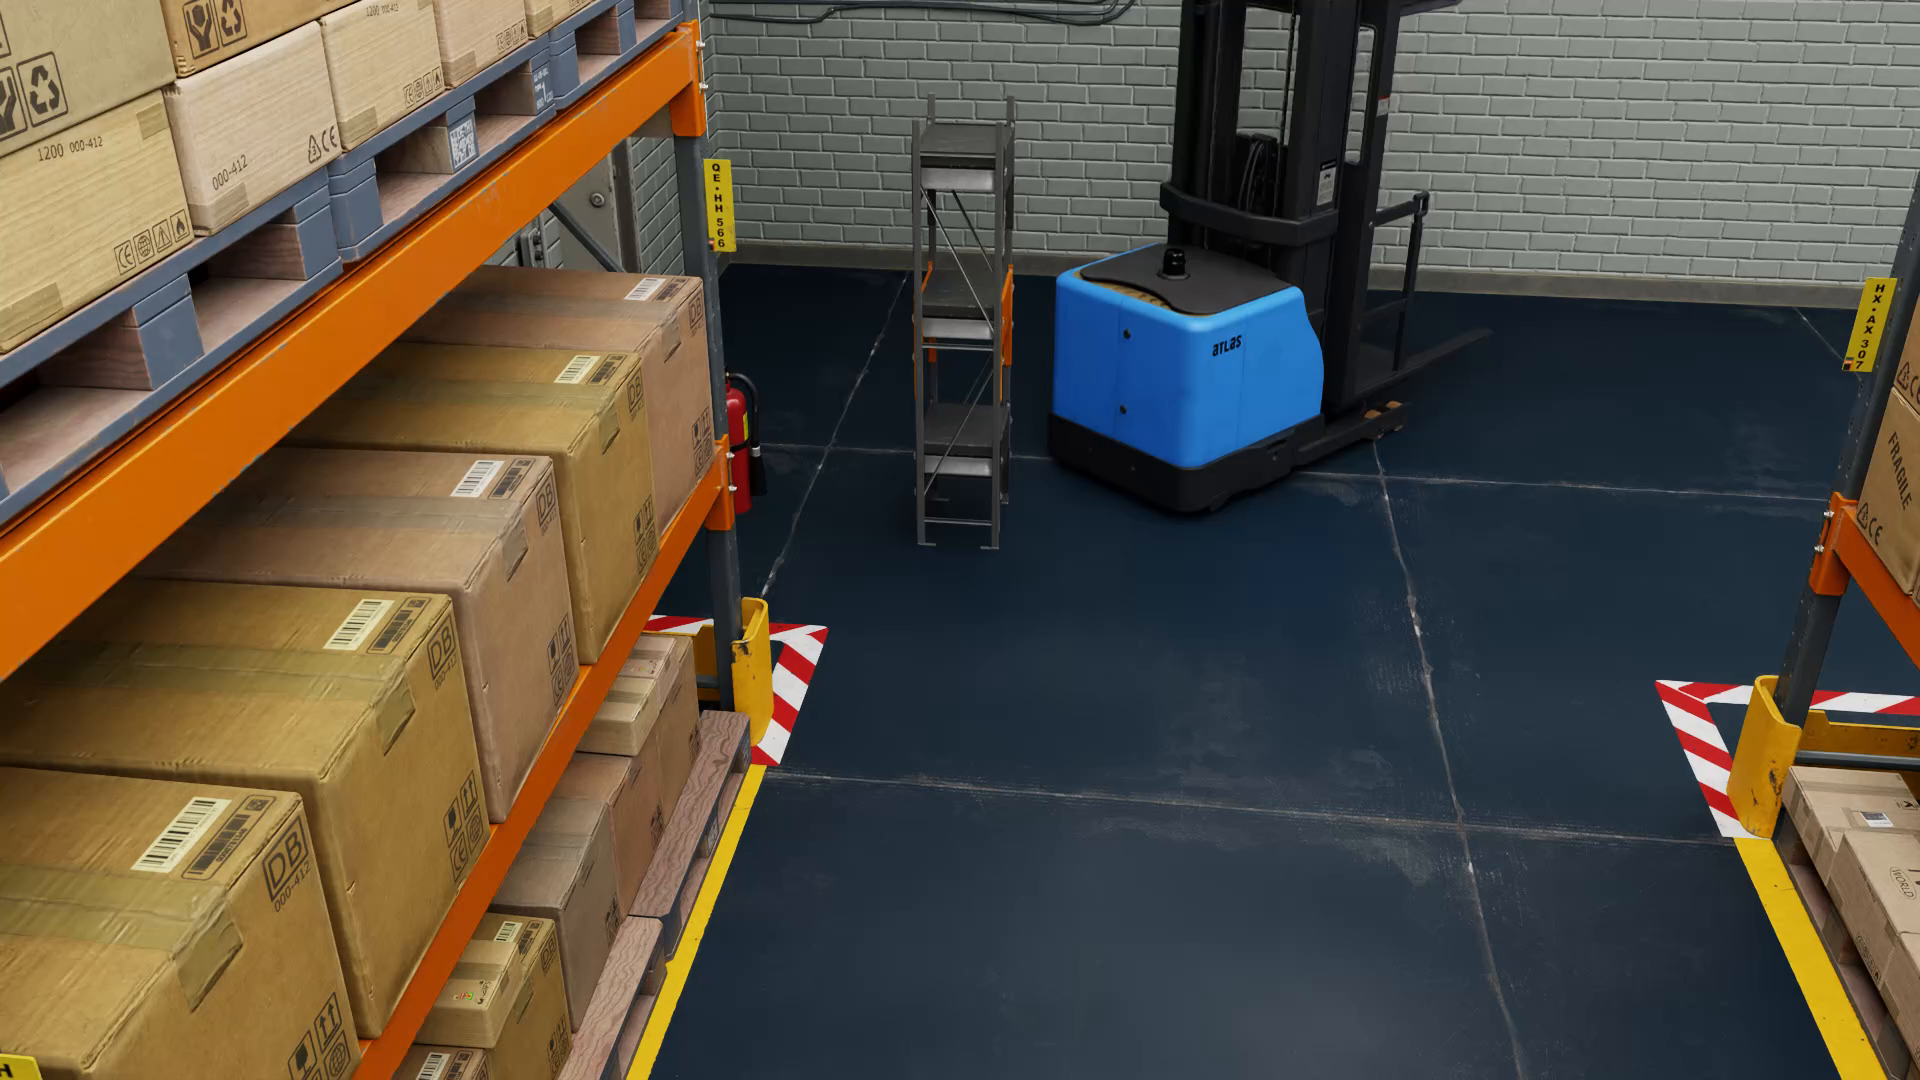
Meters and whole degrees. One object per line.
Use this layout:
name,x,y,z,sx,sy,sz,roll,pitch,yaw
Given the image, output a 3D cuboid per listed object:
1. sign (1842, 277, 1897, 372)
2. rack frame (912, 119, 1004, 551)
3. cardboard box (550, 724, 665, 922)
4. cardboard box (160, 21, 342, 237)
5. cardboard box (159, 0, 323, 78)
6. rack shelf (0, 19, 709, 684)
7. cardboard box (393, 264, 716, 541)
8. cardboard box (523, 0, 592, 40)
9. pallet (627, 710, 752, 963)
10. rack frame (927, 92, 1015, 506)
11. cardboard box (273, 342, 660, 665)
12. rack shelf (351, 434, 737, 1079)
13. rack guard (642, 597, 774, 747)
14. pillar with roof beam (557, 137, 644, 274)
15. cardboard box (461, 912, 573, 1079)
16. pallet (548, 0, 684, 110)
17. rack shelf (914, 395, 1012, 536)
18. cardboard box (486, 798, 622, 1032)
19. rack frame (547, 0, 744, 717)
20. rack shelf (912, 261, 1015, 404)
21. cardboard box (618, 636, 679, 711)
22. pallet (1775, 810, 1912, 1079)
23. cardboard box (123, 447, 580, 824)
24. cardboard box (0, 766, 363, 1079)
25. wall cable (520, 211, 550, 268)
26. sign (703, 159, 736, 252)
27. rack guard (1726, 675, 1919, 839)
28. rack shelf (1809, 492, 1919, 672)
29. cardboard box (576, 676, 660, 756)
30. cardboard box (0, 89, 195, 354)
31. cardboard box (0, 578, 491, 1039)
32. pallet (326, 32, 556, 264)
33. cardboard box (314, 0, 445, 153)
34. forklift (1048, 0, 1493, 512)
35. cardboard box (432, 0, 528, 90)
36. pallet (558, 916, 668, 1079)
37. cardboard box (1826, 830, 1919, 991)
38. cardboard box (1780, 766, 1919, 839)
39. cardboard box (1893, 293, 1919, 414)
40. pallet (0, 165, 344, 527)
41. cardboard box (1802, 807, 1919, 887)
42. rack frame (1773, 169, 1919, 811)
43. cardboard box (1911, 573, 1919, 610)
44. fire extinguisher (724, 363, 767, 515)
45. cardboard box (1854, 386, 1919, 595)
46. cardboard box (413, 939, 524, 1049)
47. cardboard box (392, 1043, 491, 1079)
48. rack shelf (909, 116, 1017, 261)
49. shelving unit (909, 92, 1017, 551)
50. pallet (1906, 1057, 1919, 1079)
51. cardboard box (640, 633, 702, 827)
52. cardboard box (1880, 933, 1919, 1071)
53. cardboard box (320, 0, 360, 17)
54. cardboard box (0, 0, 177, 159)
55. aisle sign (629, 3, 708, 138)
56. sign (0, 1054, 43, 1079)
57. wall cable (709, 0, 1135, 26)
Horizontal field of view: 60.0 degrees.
sign,3.006,-0.709,5.490,0.100,0.325,0.005,3,28,6
rack frame,-0.010,-0.887,7.683,0.400,2.100,0.015,3,28,6
cardboard box,-1.420,0.904,5.602,0.700,0.500,0.500,3,28,6
cardboard box,-1.440,-0.732,2.893,0.500,0.250,0.500,3,28,5
cardboard box,-1.440,-1.075,2.739,0.500,0.500,0.500,3,28,5
rack shelf,-1.618,-0.645,3.880,1.077,0.370,4.000,3,28,6
cardboard box,-1.425,-0.474,5.650,0.980,0.700,0.700,5,29,9
cardboard box,-1.261,-1.461,4.246,0.500,0.250,0.500,2,28,4
pallet,-1.393,1.026,6.123,1.003,0.211,1.213,3,28,6
rack frame,0.050,-1.117,8.110,0.400,2.100,0.015,3,28,6
cardboard box,-1.503,-0.131,5.014,0.980,0.700,0.700,3,28,6
rack shelf,-1.618,0.676,4.591,1.077,0.370,4.000,3,28,6
rack guard,-1.370,0.507,6.782,1.175,0.500,0.348,3,28,6
pillar with roof beam,2.372,-4.294,6.733,9.100,9.000,0.400,3,28,6
cardboard box,-1.539,1.392,4.696,0.700,0.500,0.500,4,29,7
pallet,-1.453,-1.514,4.829,1.003,0.211,1.213,3,28,6
rack shelf,0.020,-0.374,8.235,0.431,0.518,0.480,3,28,6
cardboard box,-1.481,1.141,5.162,0.700,0.500,0.500,2,28,5
rack frame,-1.372,-0.582,6.168,1.000,3.000,0.127,3,28,6
rack shelf,0.020,-0.990,7.903,0.431,0.518,0.480,3,28,6
cardboard box,-1.194,0.454,5.753,0.380,0.149,0.250,3,28,6
pallet,3.438,1.343,5.536,1.003,0.211,1.213,3,28,6
cardboard box,-1.606,0.228,4.348,0.980,0.700,0.700,2,28,4
cardboard box,-1.780,0.914,3.074,0.980,0.700,0.700,4,29,7
wall cable,-2.154,-1.687,7.148,0.084,1.984,1.851,3,28,6
sign,-0.836,-1.158,5.767,0.100,0.325,0.005,3,28,6
rack guard,3.535,0.840,6.164,1.175,0.500,0.348,3,28,6
rack shelf,3.299,0.962,4.060,1.077,0.370,4.000,3,28,6
cardboard box,-1.224,0.574,5.530,0.380,0.149,0.250,4,29,8
cardboard box,-1.516,-0.493,2.450,0.500,0.250,0.500,3,28,6
cardboard box,-1.685,0.571,3.712,0.980,0.700,0.700,3,28,5
pallet,-1.600,-0.938,3.760,1.003,0.211,1.213,3,28,6
cardboard box,-1.384,-0.974,3.342,0.500,0.250,0.500,3,28,5
forklift,1.910,-2.011,8.892,3.031,2.935,1.130,-23,36,-36
cardboard box,-1.320,-1.215,3.790,0.500,0.250,0.500,3,28,5
pallet,-1.545,1.599,5.060,1.003,0.211,1.213,3,28,6
cardboard box,3.135,1.195,5.304,0.500,0.250,0.500,3,28,6
cardboard box,3.152,0.942,5.880,0.380,0.149,0.250,3,28,6
cardboard box,3.228,-0.587,5.017,0.500,0.500,0.500,4,29,8
pallet,-1.752,-0.365,2.697,1.003,0.211,1.213,3,28,6
cardboard box,3.121,1.052,5.658,0.380,0.166,0.250,3,28,6
rack frame,3.544,-0.296,5.637,1.000,3.000,0.127,3,28,6
cardboard box,3.170,0.096,4.803,0.500,0.500,0.500,3,28,6
fire extinguisher,-0.896,-0.428,6.357,0.296,0.674,0.183,3,28,6
cardboard box,3.228,-0.147,5.254,0.500,0.500,0.500,4,29,7
cardboard box,-1.382,1.188,4.391,0.380,0.149,0.250,3,28,5
cardboard box,-1.604,1.634,4.248,0.700,0.500,0.500,3,28,6
rack shelf,0.020,-1.607,7.571,0.431,0.518,0.480,3,28,6
shelving unit,0.020,-1.002,7.897,0.431,2.100,0.503,3,28,6
pallet,3.286,1.915,4.473,1.003,0.211,1.213,3,28,6
cardboard box,-1.359,0.669,6.039,0.700,0.500,0.500,3,28,6
cardboard box,3.074,1.431,4.867,0.500,0.250,0.500,3,28,6
cardboard box,-1.385,-1.307,3.171,0.500,0.500,0.500,4,29,7
cardboard box,-1.497,-0.832,2.289,0.500,0.500,0.500,3,28,6
aisle sign,-1.066,-1.743,5.582,0.394,0.787,0.004,3,28,6
sign,-1.323,0.853,2.368,0.100,0.325,0.005,3,28,6
wall cable,-0.325,-4.498,10.385,3.097,2.526,0.112,3,28,6
